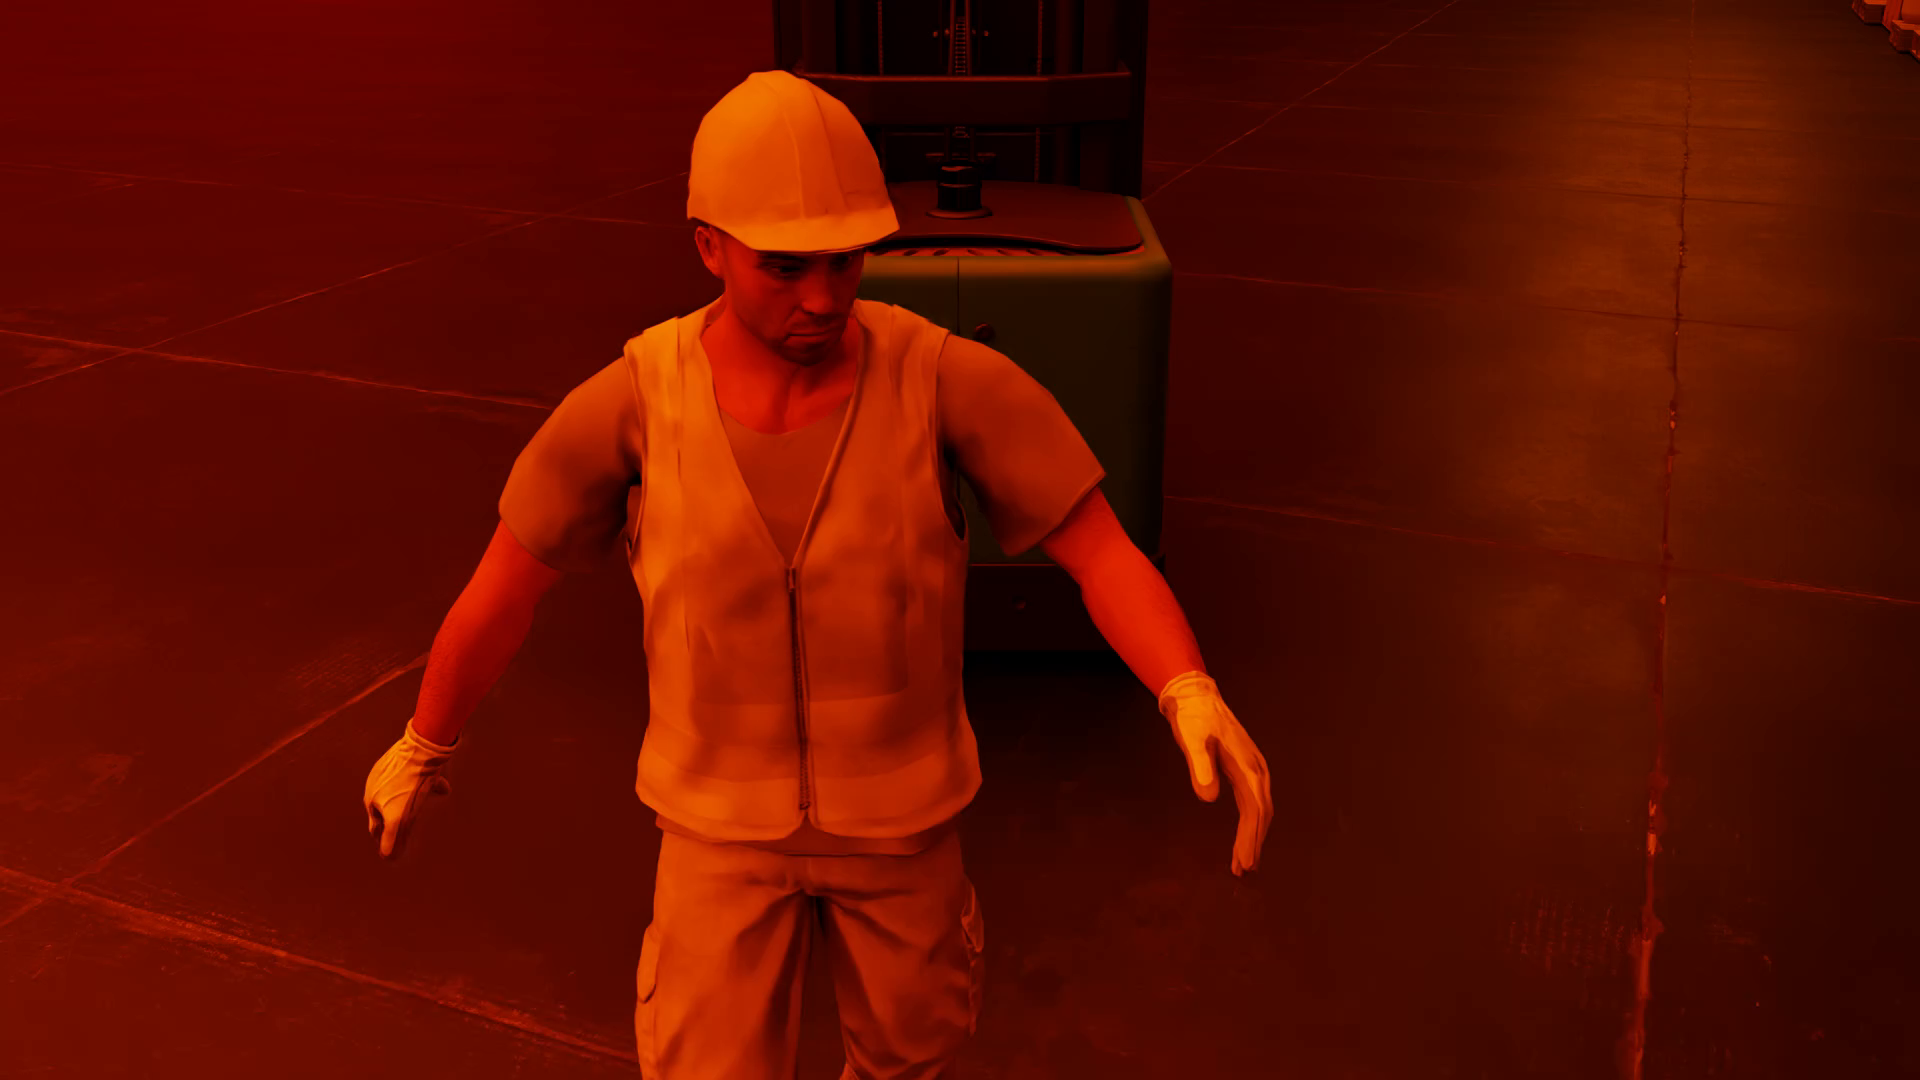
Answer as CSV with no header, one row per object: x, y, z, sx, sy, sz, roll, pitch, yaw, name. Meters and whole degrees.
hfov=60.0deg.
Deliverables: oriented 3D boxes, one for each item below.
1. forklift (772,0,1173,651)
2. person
0.002,-1.587,5.089,1.130,2.935,3.031,0,23,0,forklift
-0.212,0.377,1.939,1.025,1.771,0.726,-2,23,-5,person
